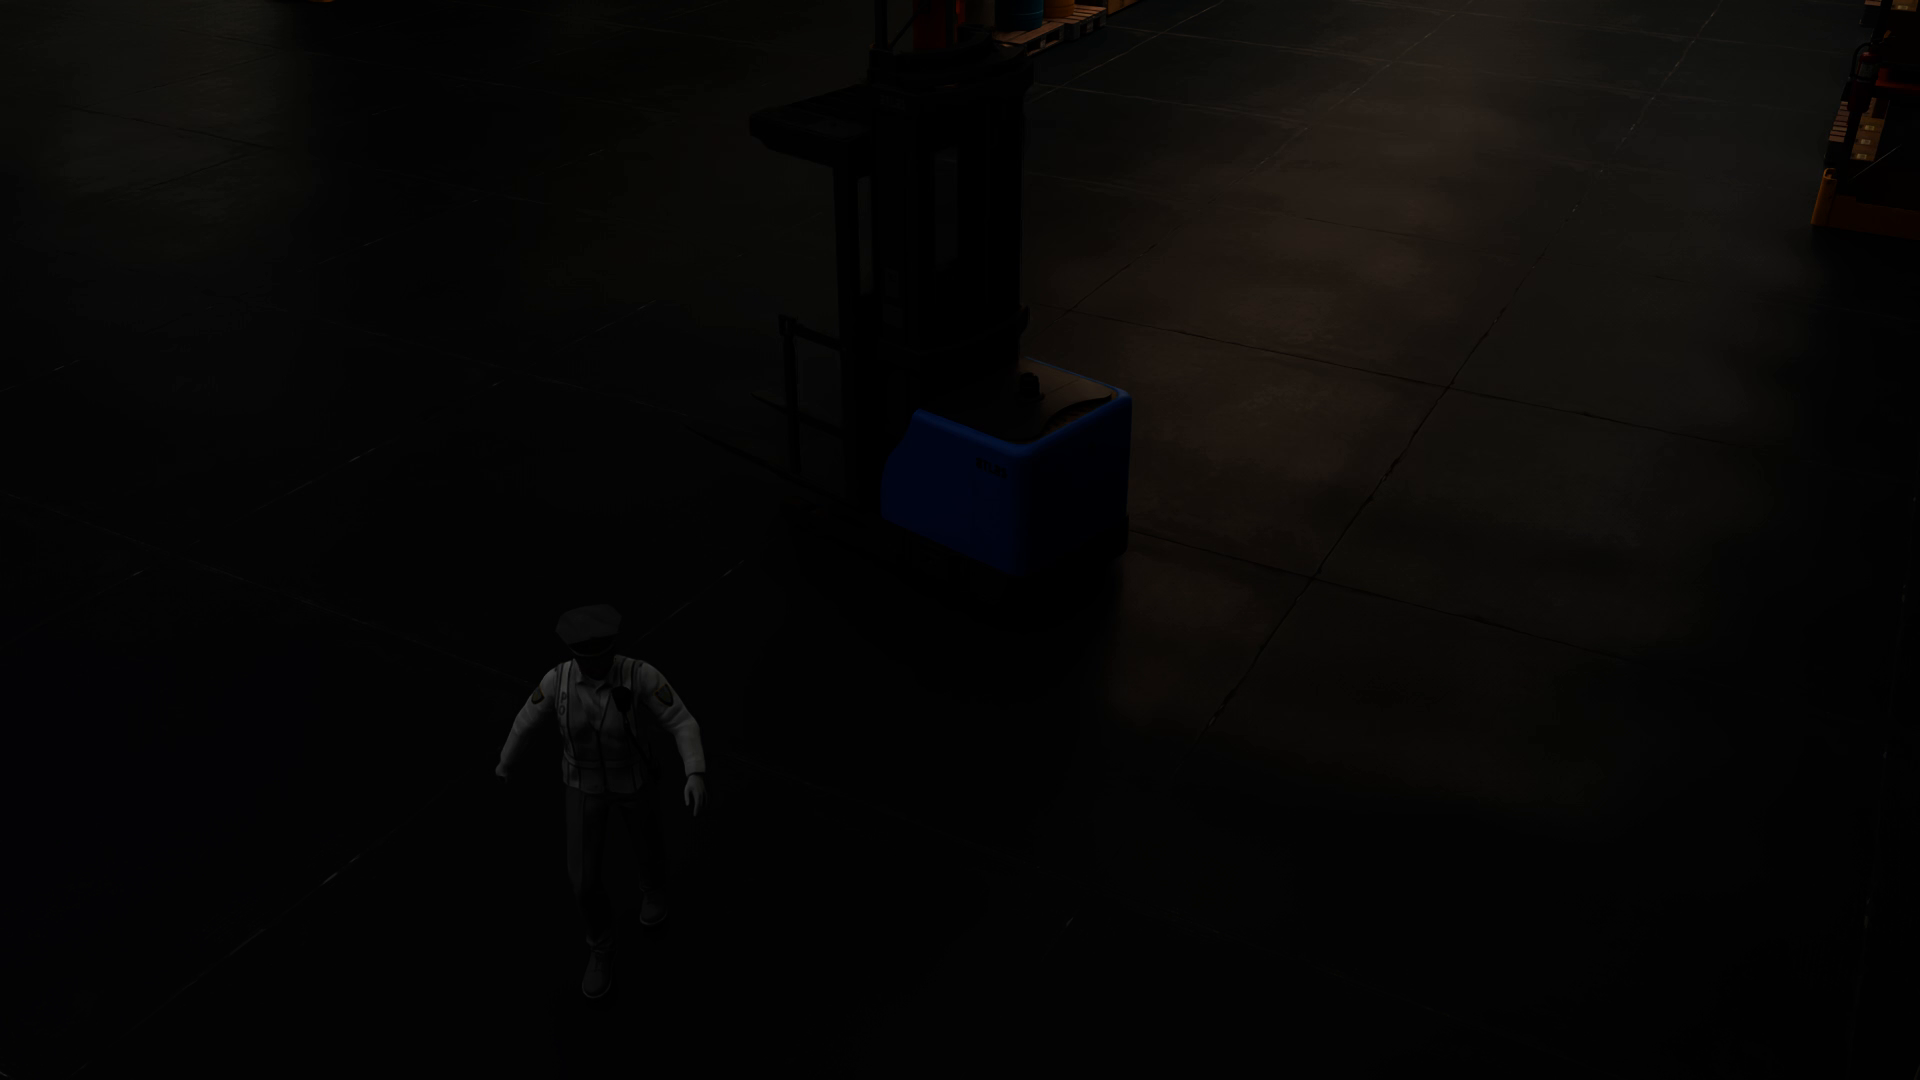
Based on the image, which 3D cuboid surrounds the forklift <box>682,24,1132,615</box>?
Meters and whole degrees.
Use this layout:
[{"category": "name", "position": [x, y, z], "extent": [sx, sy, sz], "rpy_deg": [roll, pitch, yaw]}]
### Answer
[{"category": "forklift", "position": [-0.462, -1.469, 9.616], "extent": [3.031, 2.935, 1.130], "rpy_deg": [24, 37, 35]}]

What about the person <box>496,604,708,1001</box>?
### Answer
[{"category": "person", "position": [-1.425, 1.005, 6.623], "extent": [0.893, 1.628, 0.717], "rpy_deg": [-2, 30, -4]}]
